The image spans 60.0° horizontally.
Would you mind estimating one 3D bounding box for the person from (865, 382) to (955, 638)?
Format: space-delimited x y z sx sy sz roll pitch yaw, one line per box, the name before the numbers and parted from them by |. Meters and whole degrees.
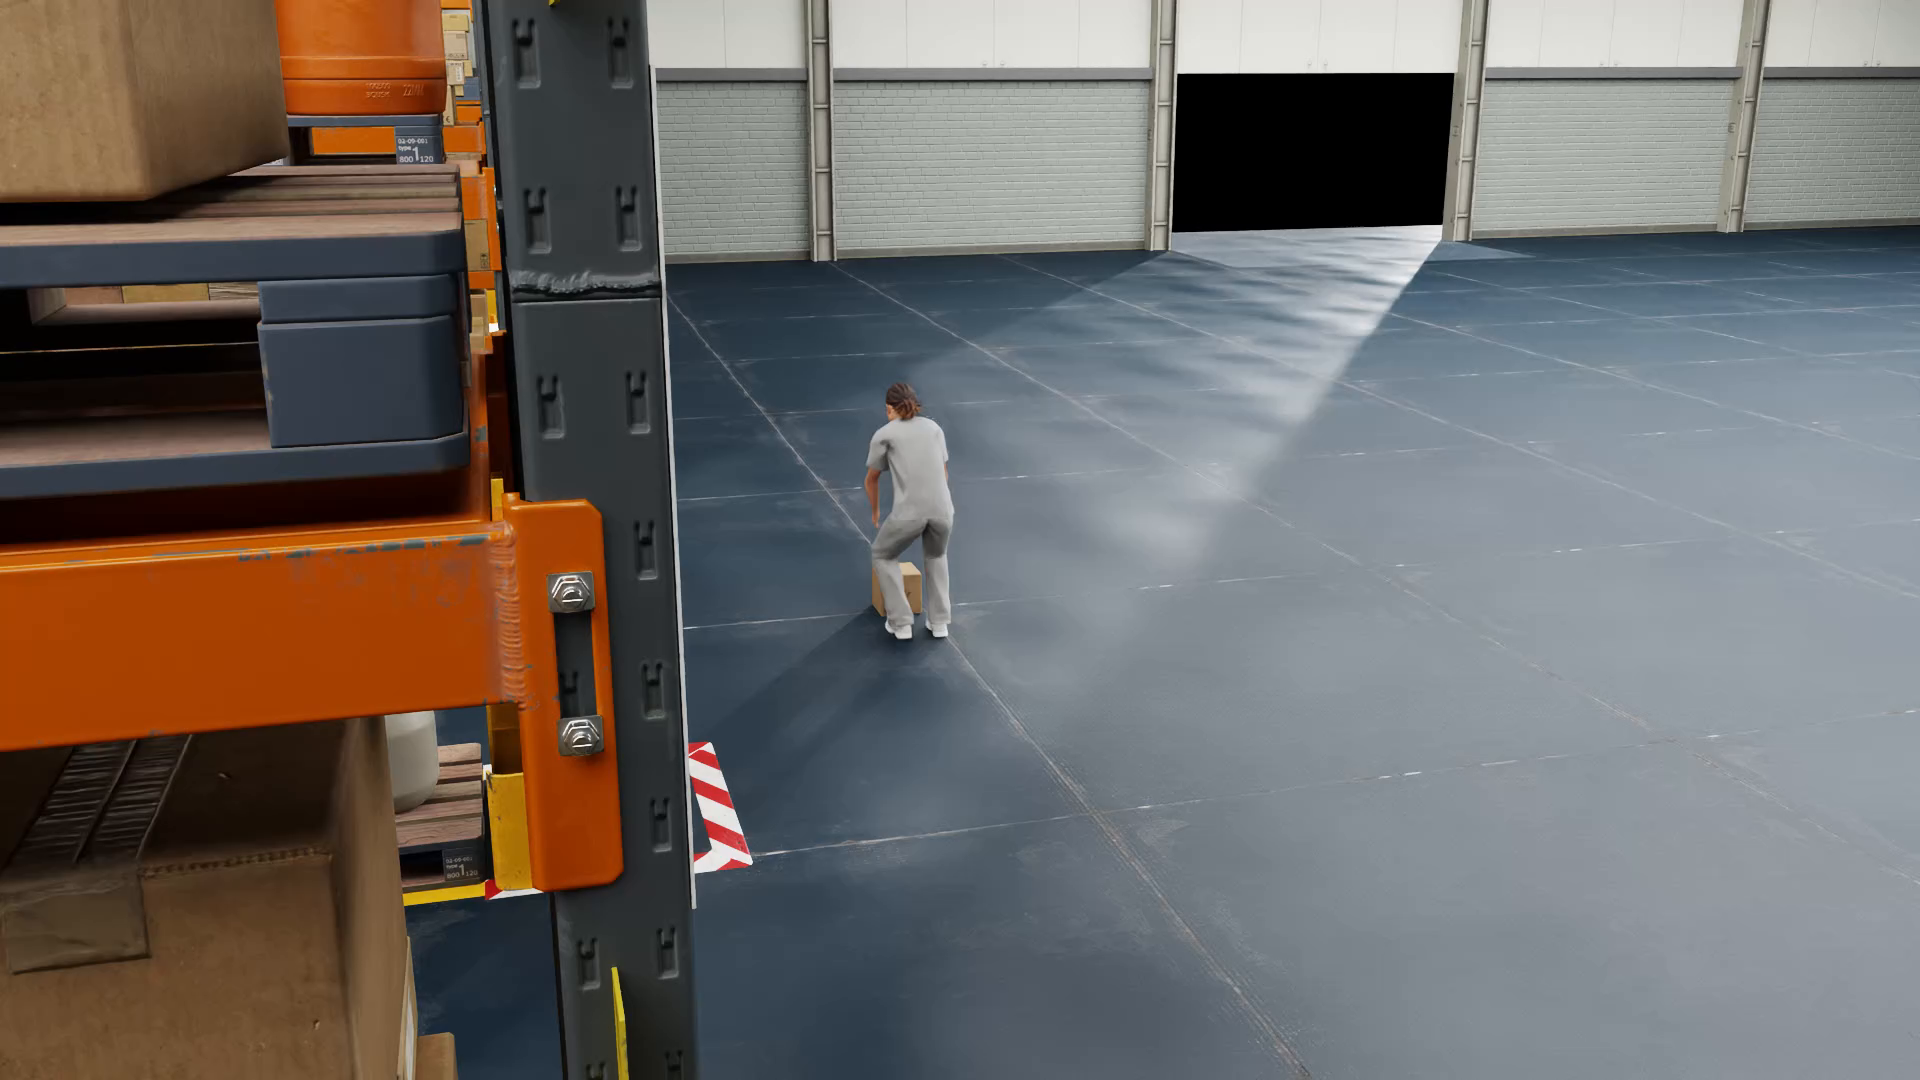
person | -0.289 -0.158 9.515 0.489 1.444 0.596 -4 17 -15
